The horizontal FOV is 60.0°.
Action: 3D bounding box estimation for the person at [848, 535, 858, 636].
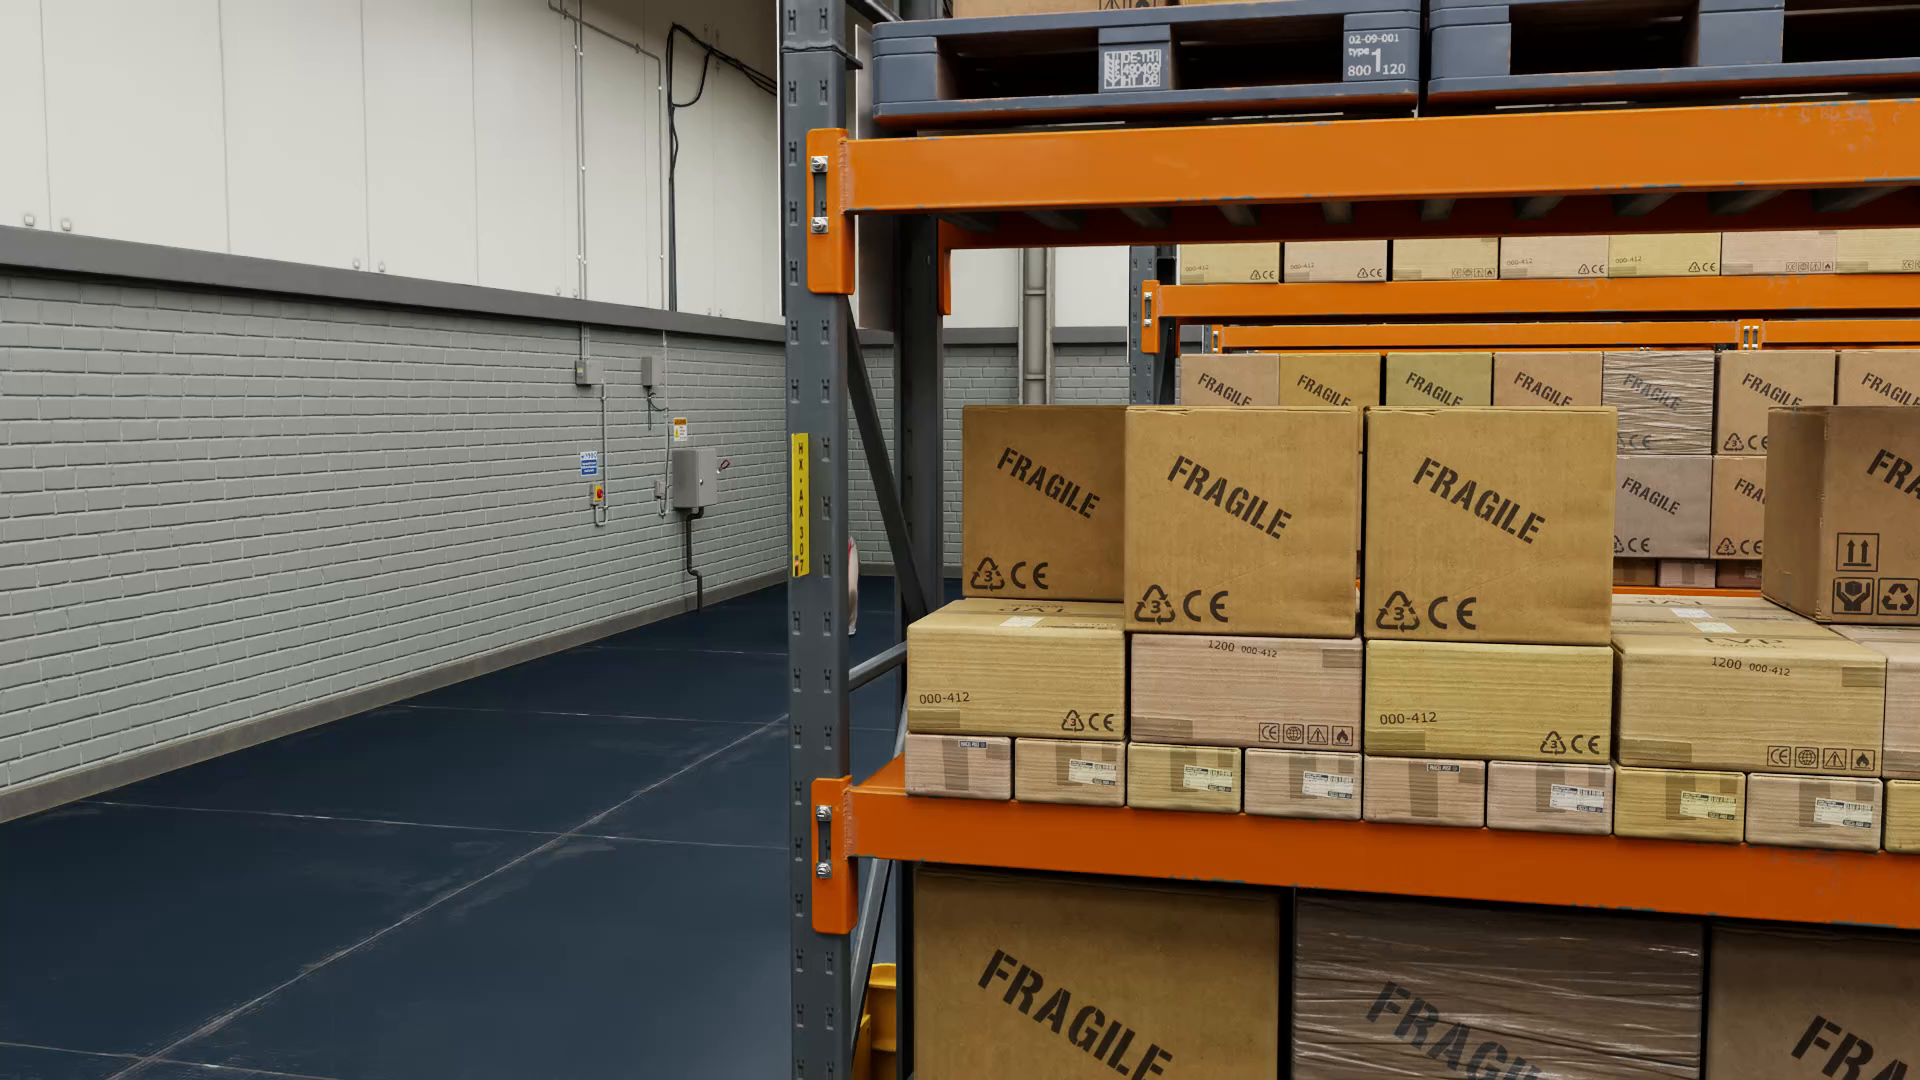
[{"bbox_3d":[-1.236,0.426,15.552,0.529,0.976,0.958,1,5,11],"label":"person"}]
